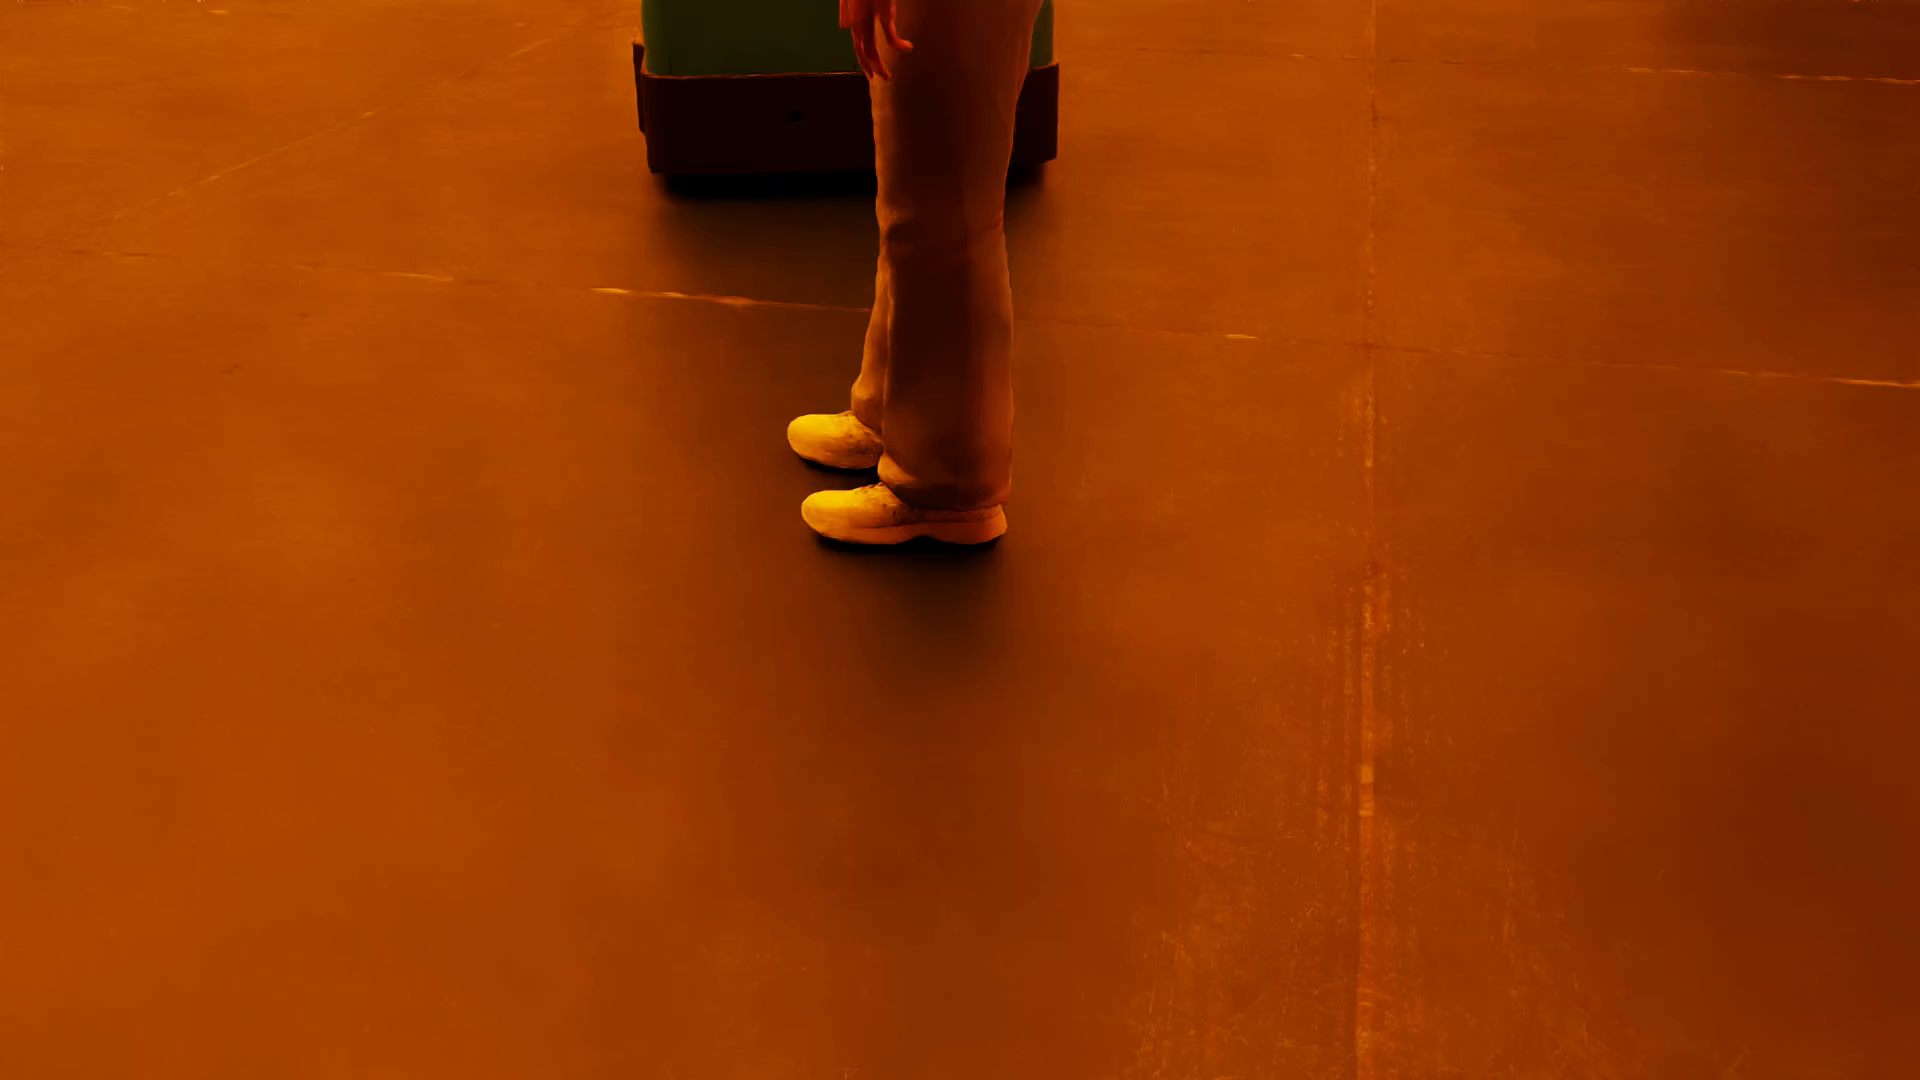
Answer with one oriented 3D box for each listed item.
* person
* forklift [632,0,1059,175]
[{"bbox_3d":[-0.069,-0.767,2.146,0.548,1.674,0.550,6,27,11],"label":"person"},{"bbox_3d":[-0.447,-2.854,4.904,1.130,2.935,3.031,-3,27,-6],"label":"forklift"}]
